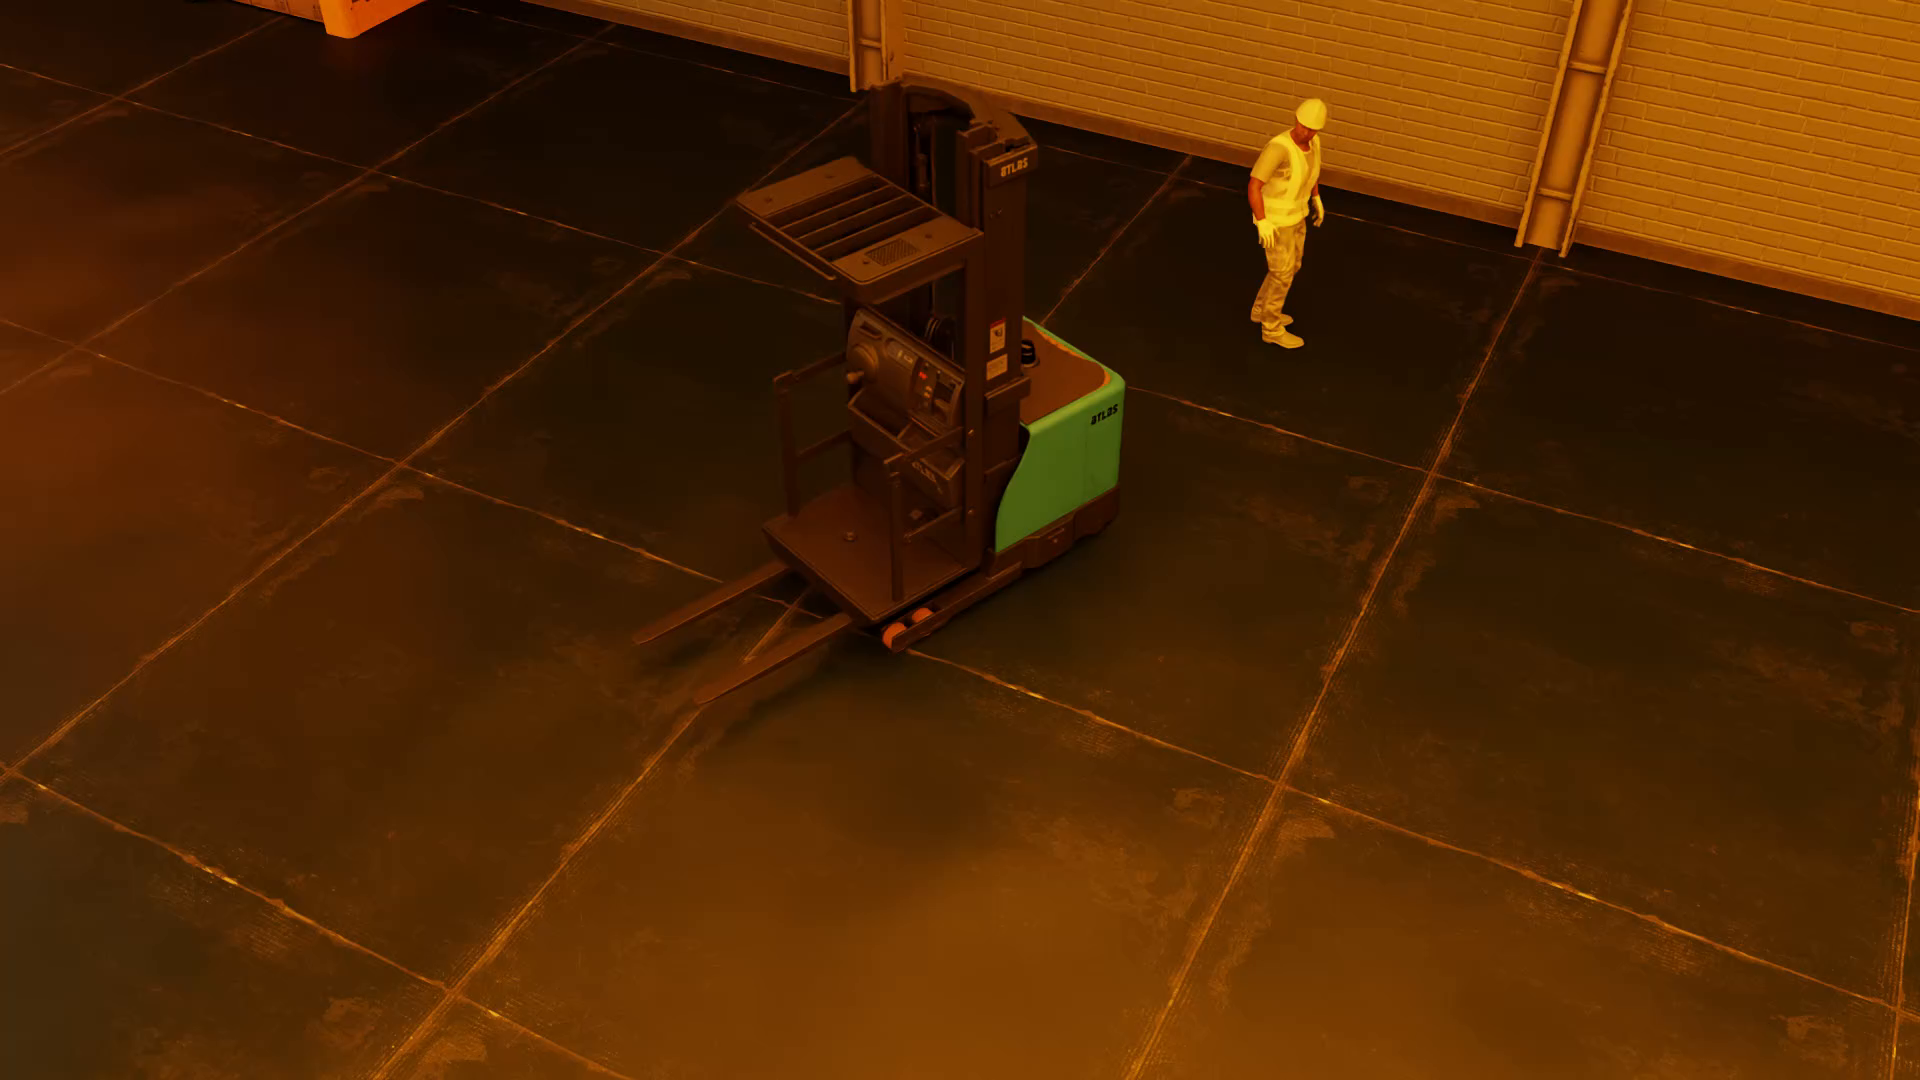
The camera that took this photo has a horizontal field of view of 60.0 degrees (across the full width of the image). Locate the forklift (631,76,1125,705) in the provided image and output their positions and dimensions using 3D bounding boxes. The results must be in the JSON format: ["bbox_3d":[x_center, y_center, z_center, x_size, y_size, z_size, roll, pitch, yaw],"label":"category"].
[{"bbox_3d":[-0.465,-0.867,9.016,3.031,2.935,1.130,-29,48,-30],"label":"forklift"}]

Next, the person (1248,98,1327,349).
[{"bbox_3d":[2.315,-2.209,11.520,0.521,1.760,0.785,23,45,25],"label":"person"}]
